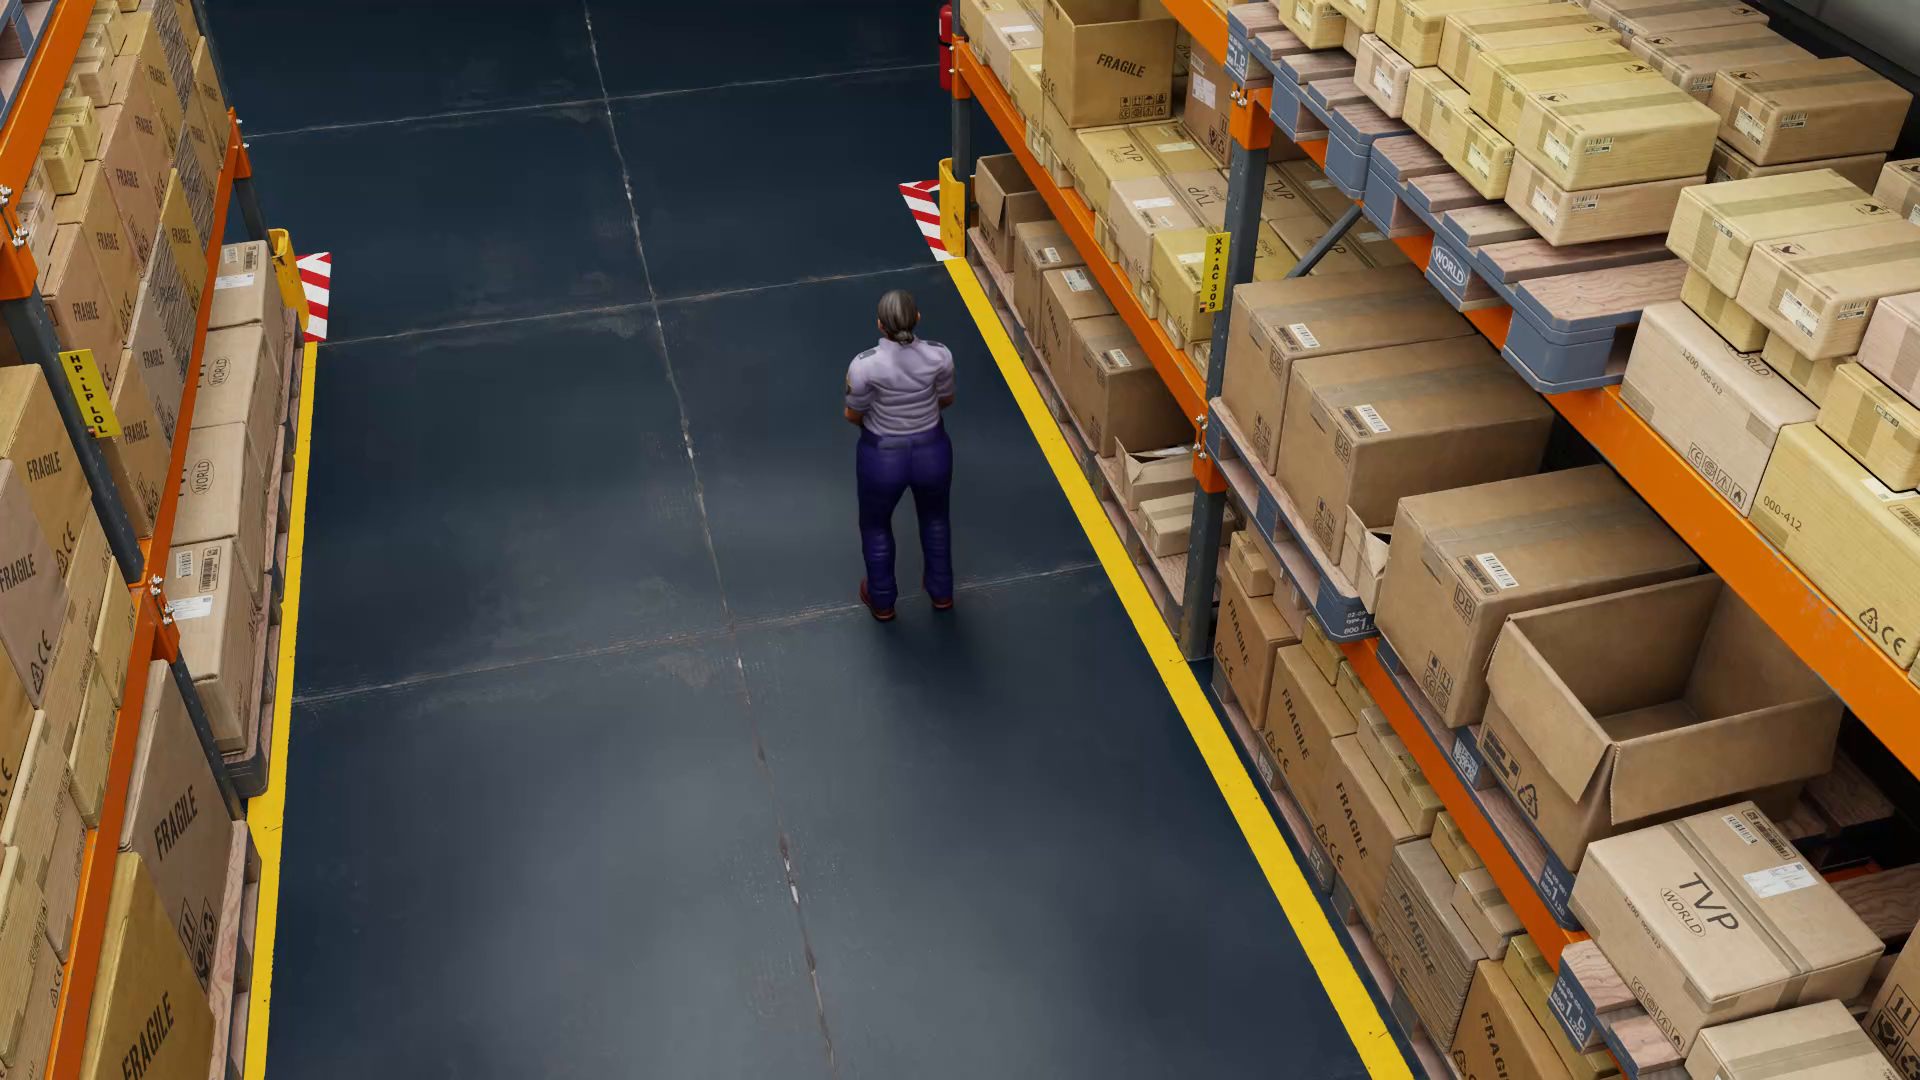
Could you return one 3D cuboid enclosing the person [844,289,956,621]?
[{"bbox_3d":[-0.271,-0.406,7.242,0.480,1.638,0.469,-10,39,-12],"label":"person"}]
